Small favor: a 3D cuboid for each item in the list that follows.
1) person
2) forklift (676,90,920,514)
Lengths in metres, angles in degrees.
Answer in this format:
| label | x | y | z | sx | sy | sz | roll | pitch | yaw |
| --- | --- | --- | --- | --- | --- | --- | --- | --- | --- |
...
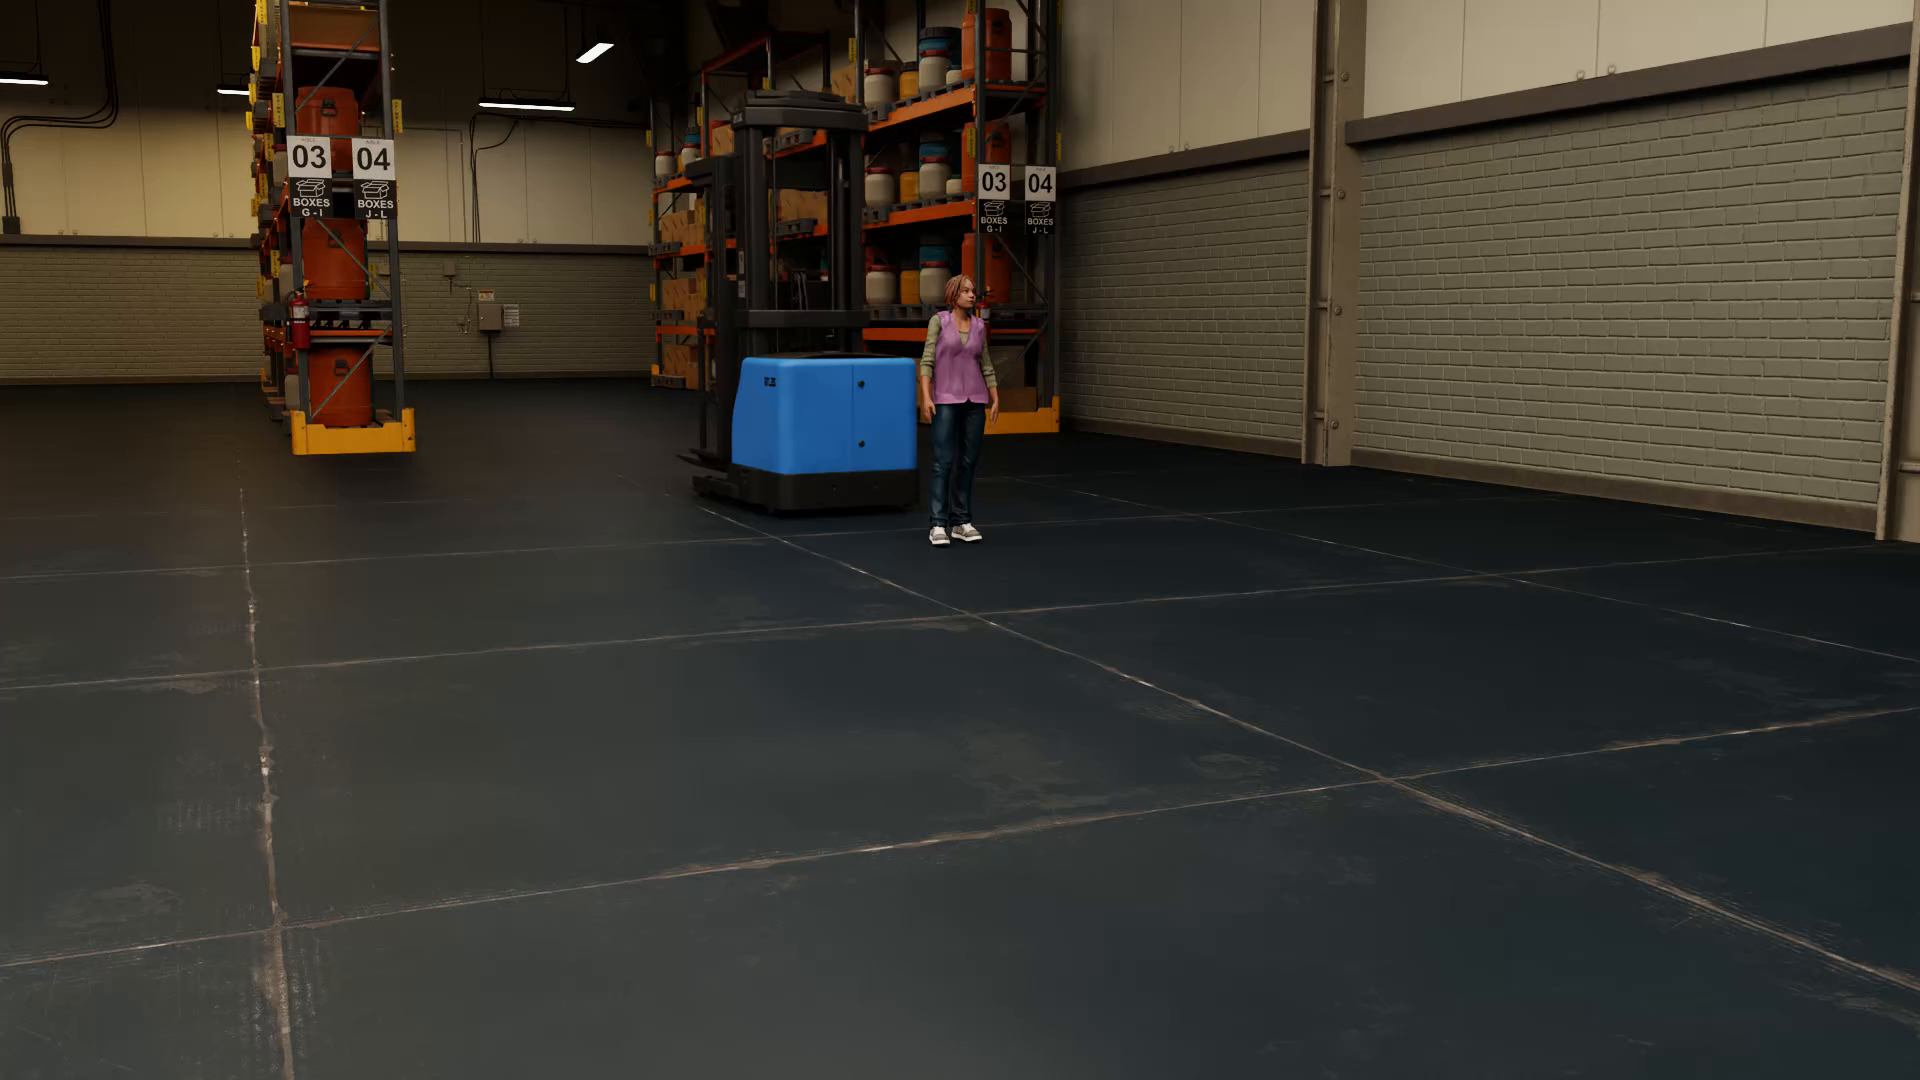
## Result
| label | x | y | z | sx | sy | sz | roll | pitch | yaw |
| --- | --- | --- | --- | --- | --- | --- | --- | --- | --- |
| person | 0.017 | -0.786 | 9.975 | 0.520 | 1.592 | 0.473 | -3 | 8 | -23 |
| forklift | -1.389 | -1.785 | 12.477 | 1.130 | 2.935 | 3.031 | -4 | 8 | -26 |
